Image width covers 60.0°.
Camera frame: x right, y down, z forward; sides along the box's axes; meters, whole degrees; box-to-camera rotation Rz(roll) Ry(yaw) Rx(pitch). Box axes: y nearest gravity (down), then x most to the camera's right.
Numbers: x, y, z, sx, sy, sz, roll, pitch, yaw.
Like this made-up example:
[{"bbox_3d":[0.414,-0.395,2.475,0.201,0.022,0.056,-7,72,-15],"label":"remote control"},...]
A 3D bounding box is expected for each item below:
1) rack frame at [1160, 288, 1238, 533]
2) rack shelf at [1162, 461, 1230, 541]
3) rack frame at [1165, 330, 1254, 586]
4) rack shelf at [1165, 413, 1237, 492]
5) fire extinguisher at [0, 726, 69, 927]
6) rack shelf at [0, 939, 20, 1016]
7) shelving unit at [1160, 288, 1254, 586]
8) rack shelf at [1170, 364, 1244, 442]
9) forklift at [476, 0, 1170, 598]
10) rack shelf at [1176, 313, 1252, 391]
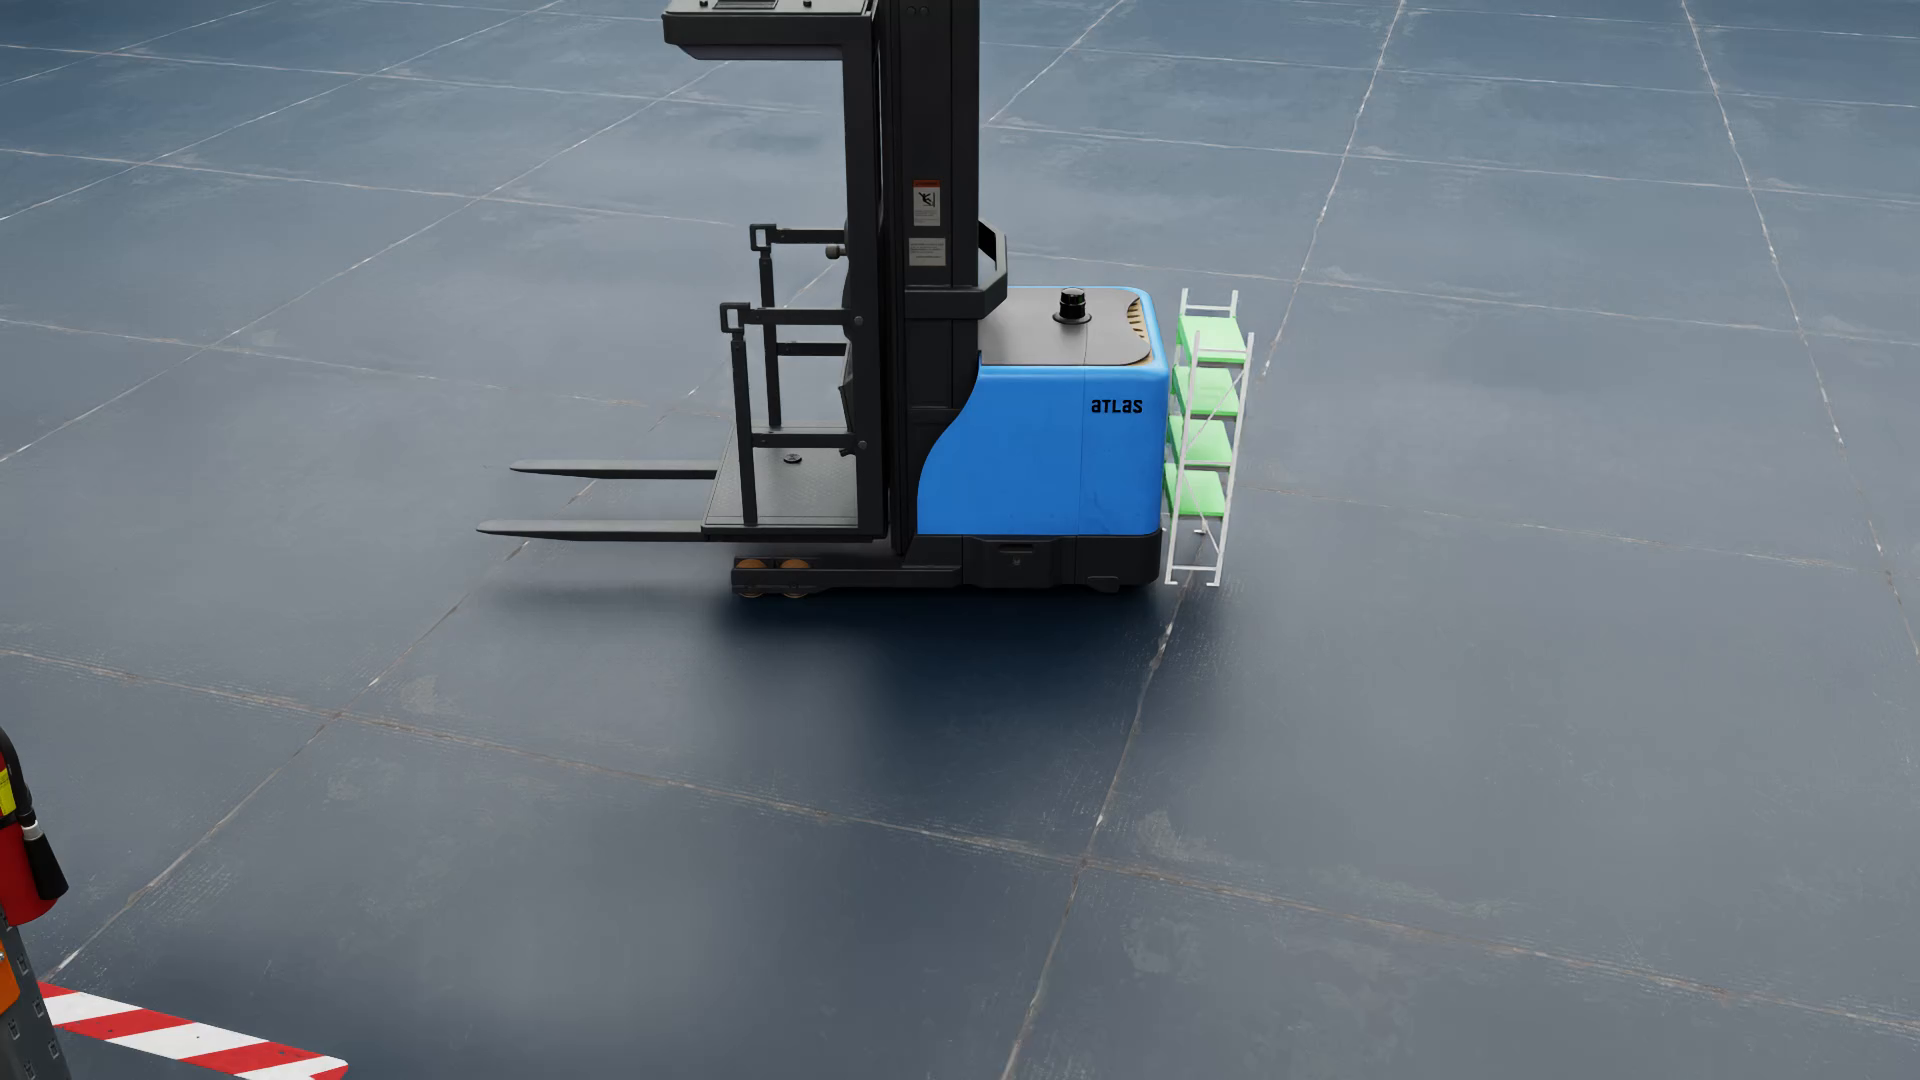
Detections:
[{"bbox_3d":[1.061,-0.564,7.517,0.240,1.200,0.015,3,29,-1],"label":"rack frame"},{"bbox_3d":[1.045,-0.180,7.452,0.258,0.148,0.480,3,29,-1],"label":"rack shelf"},{"bbox_3d":[1.056,-0.326,7.091,0.240,1.200,0.015,3,29,-1],"label":"rack frame"},{"bbox_3d":[1.056,-0.389,7.335,0.258,0.148,0.480,3,29,-1],"label":"rack shelf"},{"bbox_3d":[-2.203,0.560,3.737,0.296,0.674,0.183,8,30,15],"label":"fire extinguisher"},{"bbox_3d":[-3.264,1.757,2.245,1.077,0.370,4.000,8,30,15],"label":"rack shelf"},{"bbox_3d":[1.059,-0.445,7.304,0.258,1.200,0.503,3,29,-1],"label":"shelving unit"},{"bbox_3d":[1.066,-0.599,7.218,0.258,0.148,0.480,3,29,-1],"label":"rack shelf"},{"bbox_3d":[-0.630,-1.284,7.043,3.031,2.935,1.130,0,29,1],"label":"forklift"},{"bbox_3d":[1.077,-0.808,7.101,0.258,0.148,0.480,3,29,-1],"label":"rack shelf"}]
